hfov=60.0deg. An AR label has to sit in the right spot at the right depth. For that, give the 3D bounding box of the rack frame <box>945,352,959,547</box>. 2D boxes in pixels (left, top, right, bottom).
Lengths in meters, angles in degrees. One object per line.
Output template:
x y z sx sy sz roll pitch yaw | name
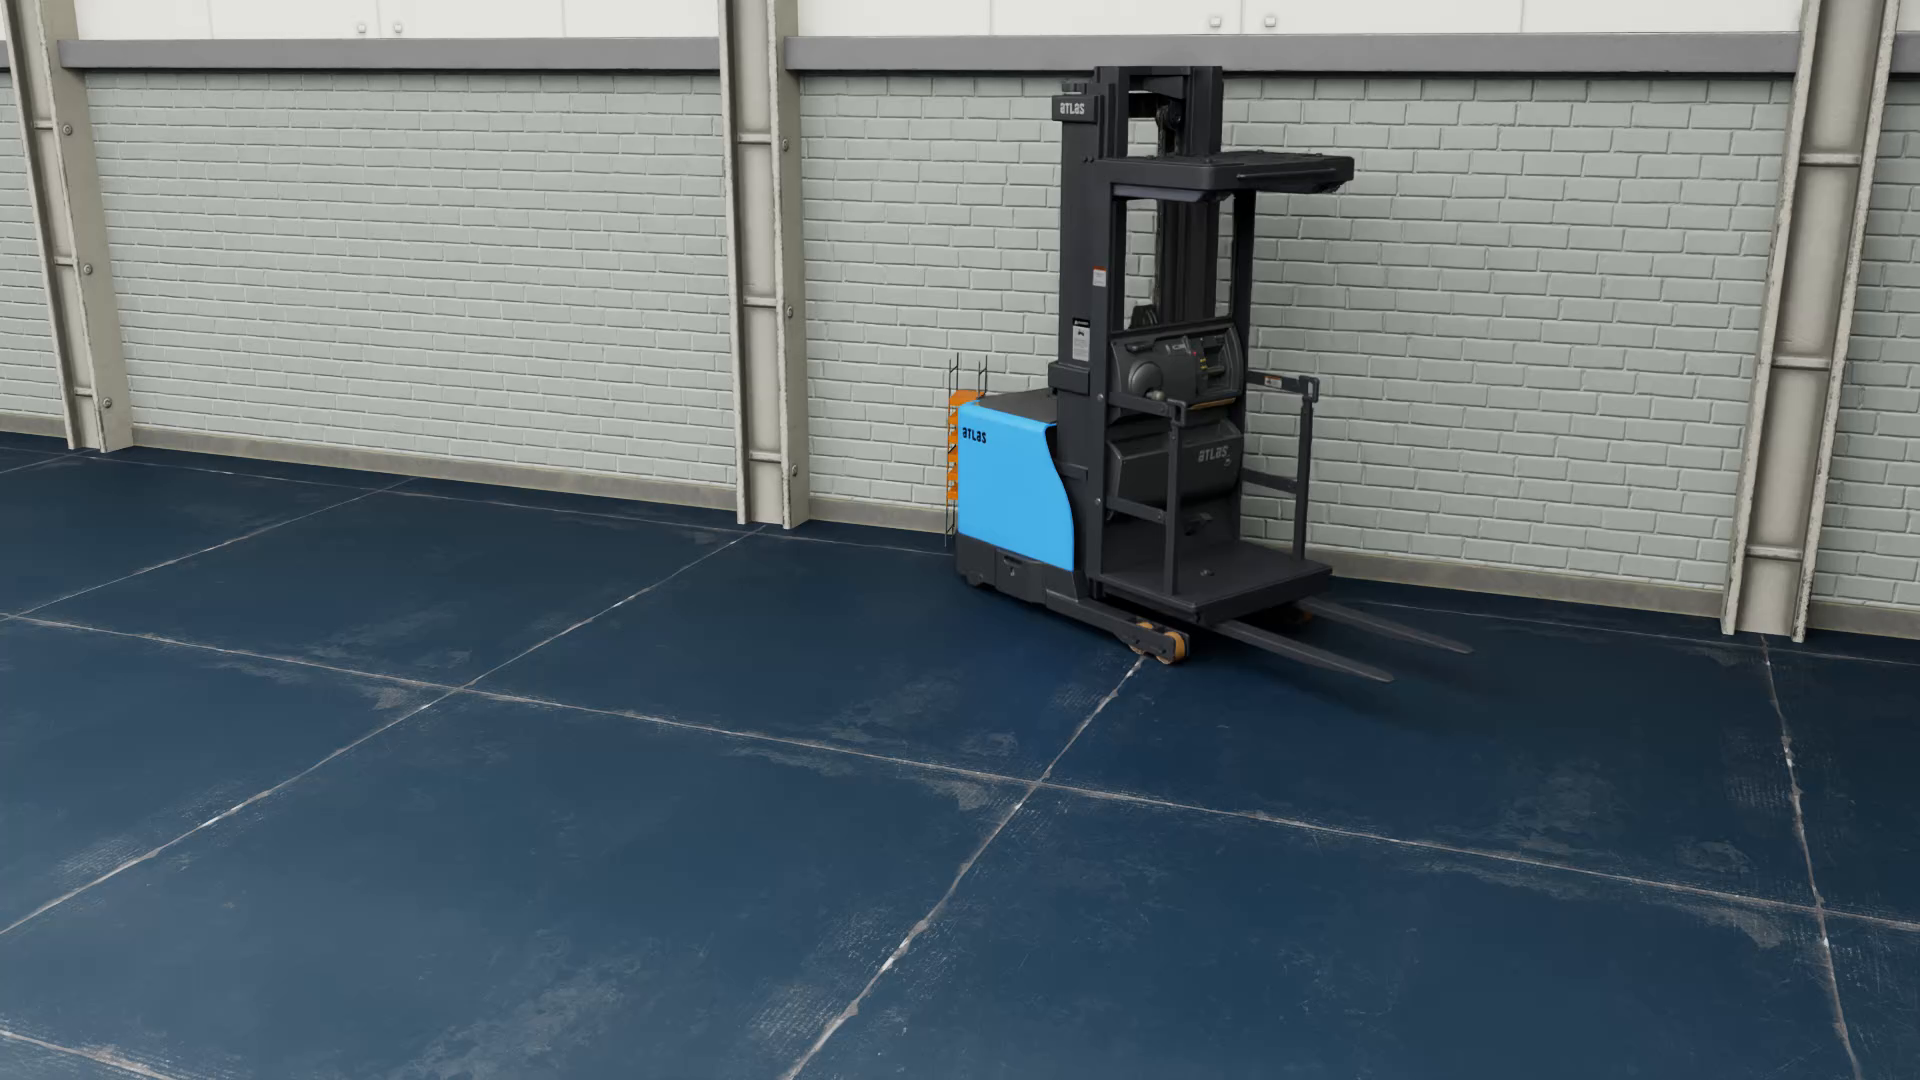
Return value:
-0.051 -0.564 10.435 0.006 1.200 0.240 5 18 11 | rack frame

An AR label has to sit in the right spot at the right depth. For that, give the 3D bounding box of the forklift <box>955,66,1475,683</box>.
1.284 -0.930 8.619 1.130 2.935 3.031 -13 20 -37 | forklift

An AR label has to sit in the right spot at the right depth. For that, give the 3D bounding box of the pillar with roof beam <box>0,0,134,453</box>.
-8.402 -3.949 8.136 0.400 9.000 9.100 6 17 21 | pillar with roof beam

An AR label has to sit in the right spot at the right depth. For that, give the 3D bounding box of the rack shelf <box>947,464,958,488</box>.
0.034 -0.400 10.467 0.180 0.103 0.258 5 18 11 | rack shelf

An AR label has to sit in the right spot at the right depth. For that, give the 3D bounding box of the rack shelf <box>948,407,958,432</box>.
0.043 -0.742 10.358 0.180 0.103 0.258 5 18 11 | rack shelf

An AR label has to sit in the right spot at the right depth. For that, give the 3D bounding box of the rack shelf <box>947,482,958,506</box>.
0.031 -0.285 10.504 0.180 0.103 0.258 5 18 11 | rack shelf

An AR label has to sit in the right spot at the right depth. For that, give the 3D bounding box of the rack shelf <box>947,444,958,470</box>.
0.037 -0.514 10.431 0.180 0.103 0.258 5 18 11 | rack shelf

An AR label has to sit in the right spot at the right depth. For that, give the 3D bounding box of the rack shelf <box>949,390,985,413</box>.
0.046 -0.857 10.321 0.180 0.103 0.258 5 18 11 | rack shelf

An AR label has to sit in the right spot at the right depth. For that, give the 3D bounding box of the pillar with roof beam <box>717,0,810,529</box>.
-2.821 -3.335 6.022 0.400 9.000 9.100 6 17 21 | pillar with roof beam

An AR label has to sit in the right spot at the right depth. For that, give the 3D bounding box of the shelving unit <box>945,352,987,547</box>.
0.038 -0.556 10.417 0.189 1.200 0.258 5 18 11 | shelving unit

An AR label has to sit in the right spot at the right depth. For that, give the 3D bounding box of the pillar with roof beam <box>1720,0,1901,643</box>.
2.761 -2.721 3.907 0.400 9.000 9.100 6 17 21 | pillar with roof beam

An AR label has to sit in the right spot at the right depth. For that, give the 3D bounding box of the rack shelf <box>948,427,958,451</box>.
0.040 -0.628 10.394 0.180 0.103 0.258 5 18 11 | rack shelf

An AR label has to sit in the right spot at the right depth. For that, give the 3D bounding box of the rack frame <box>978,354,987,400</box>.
0.128 -0.548 10.399 0.006 1.200 0.240 5 18 11 | rack frame
